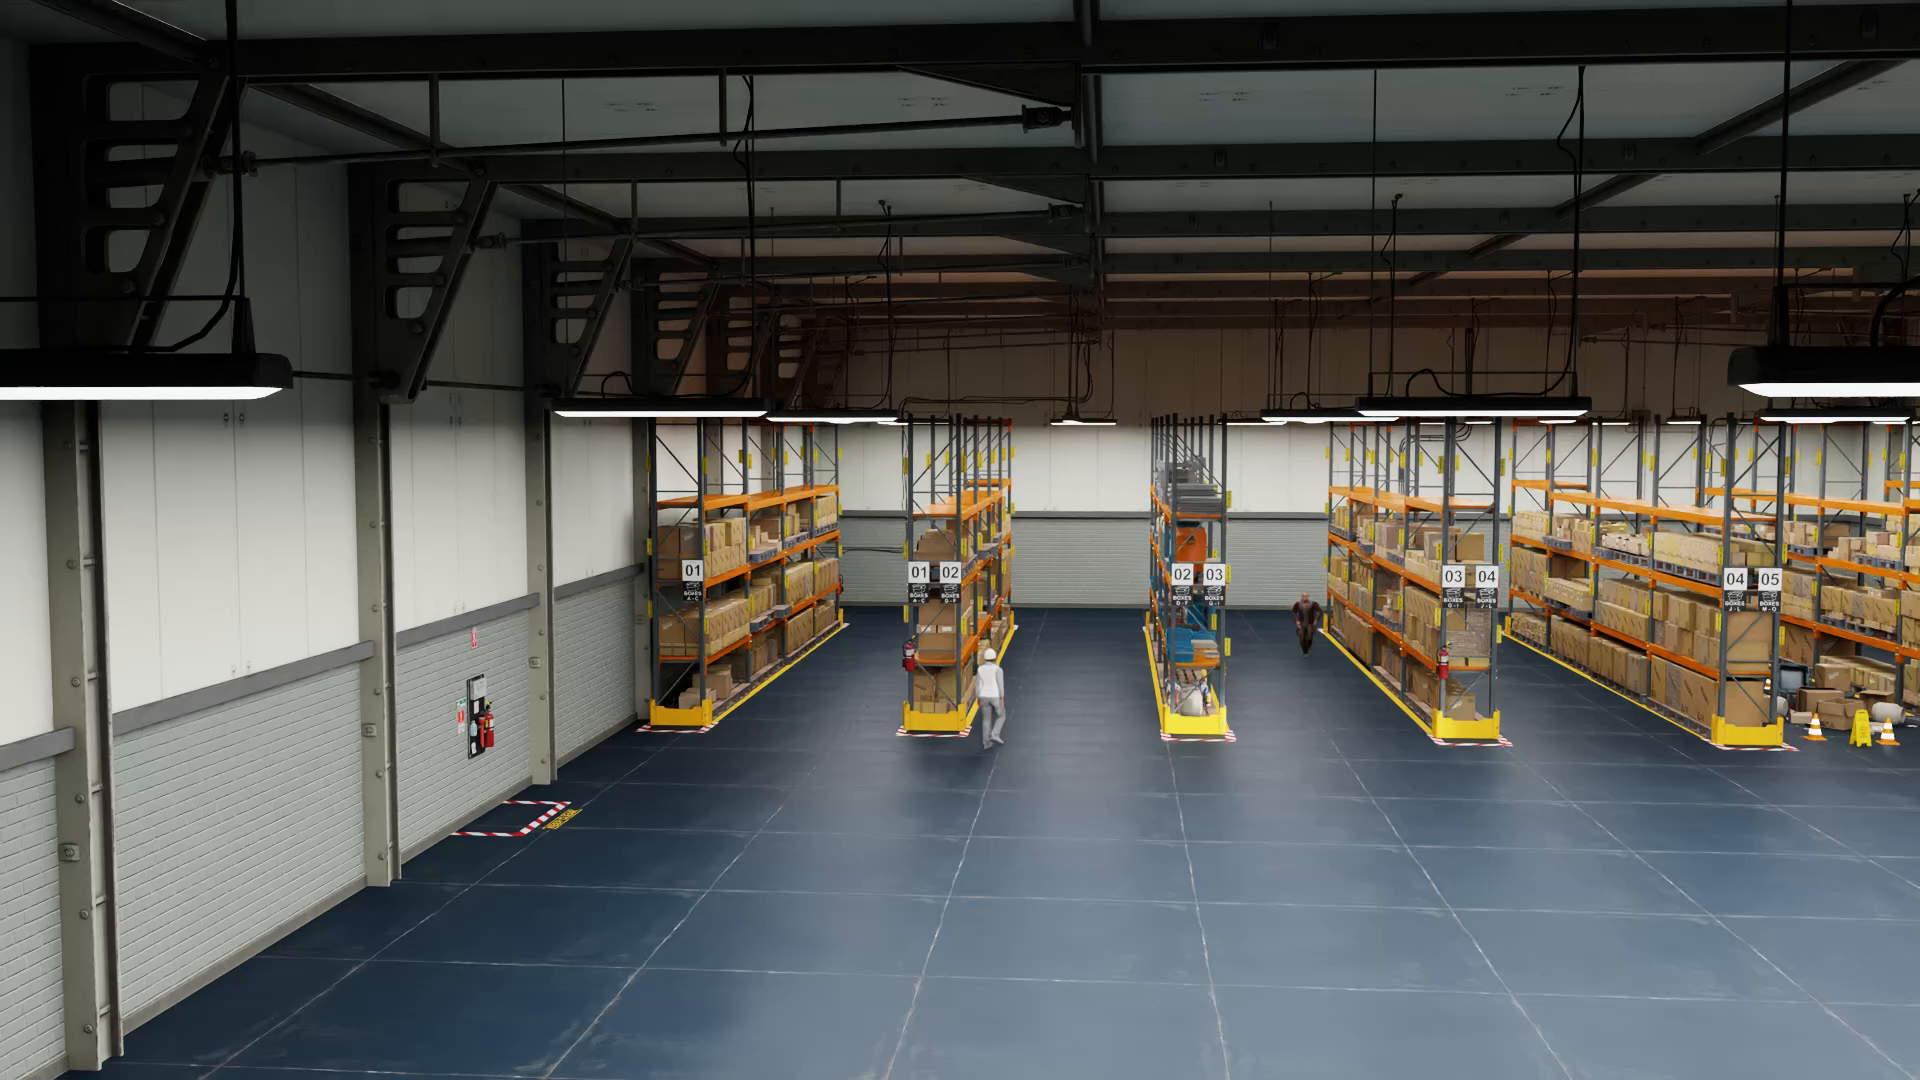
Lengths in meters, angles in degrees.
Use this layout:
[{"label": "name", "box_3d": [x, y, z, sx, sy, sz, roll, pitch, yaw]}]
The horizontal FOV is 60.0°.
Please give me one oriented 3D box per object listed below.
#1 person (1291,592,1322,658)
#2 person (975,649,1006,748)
[{"label": "person", "box_3d": [8.624, 2.108, 41.351, 0.753, 1.686, 0.638, 1, 4, 14]}, {"label": "person", "box_3d": [0.542, 2.825, 29.786, 0.567, 1.761, 0.466, 2, 4, 23]}]
